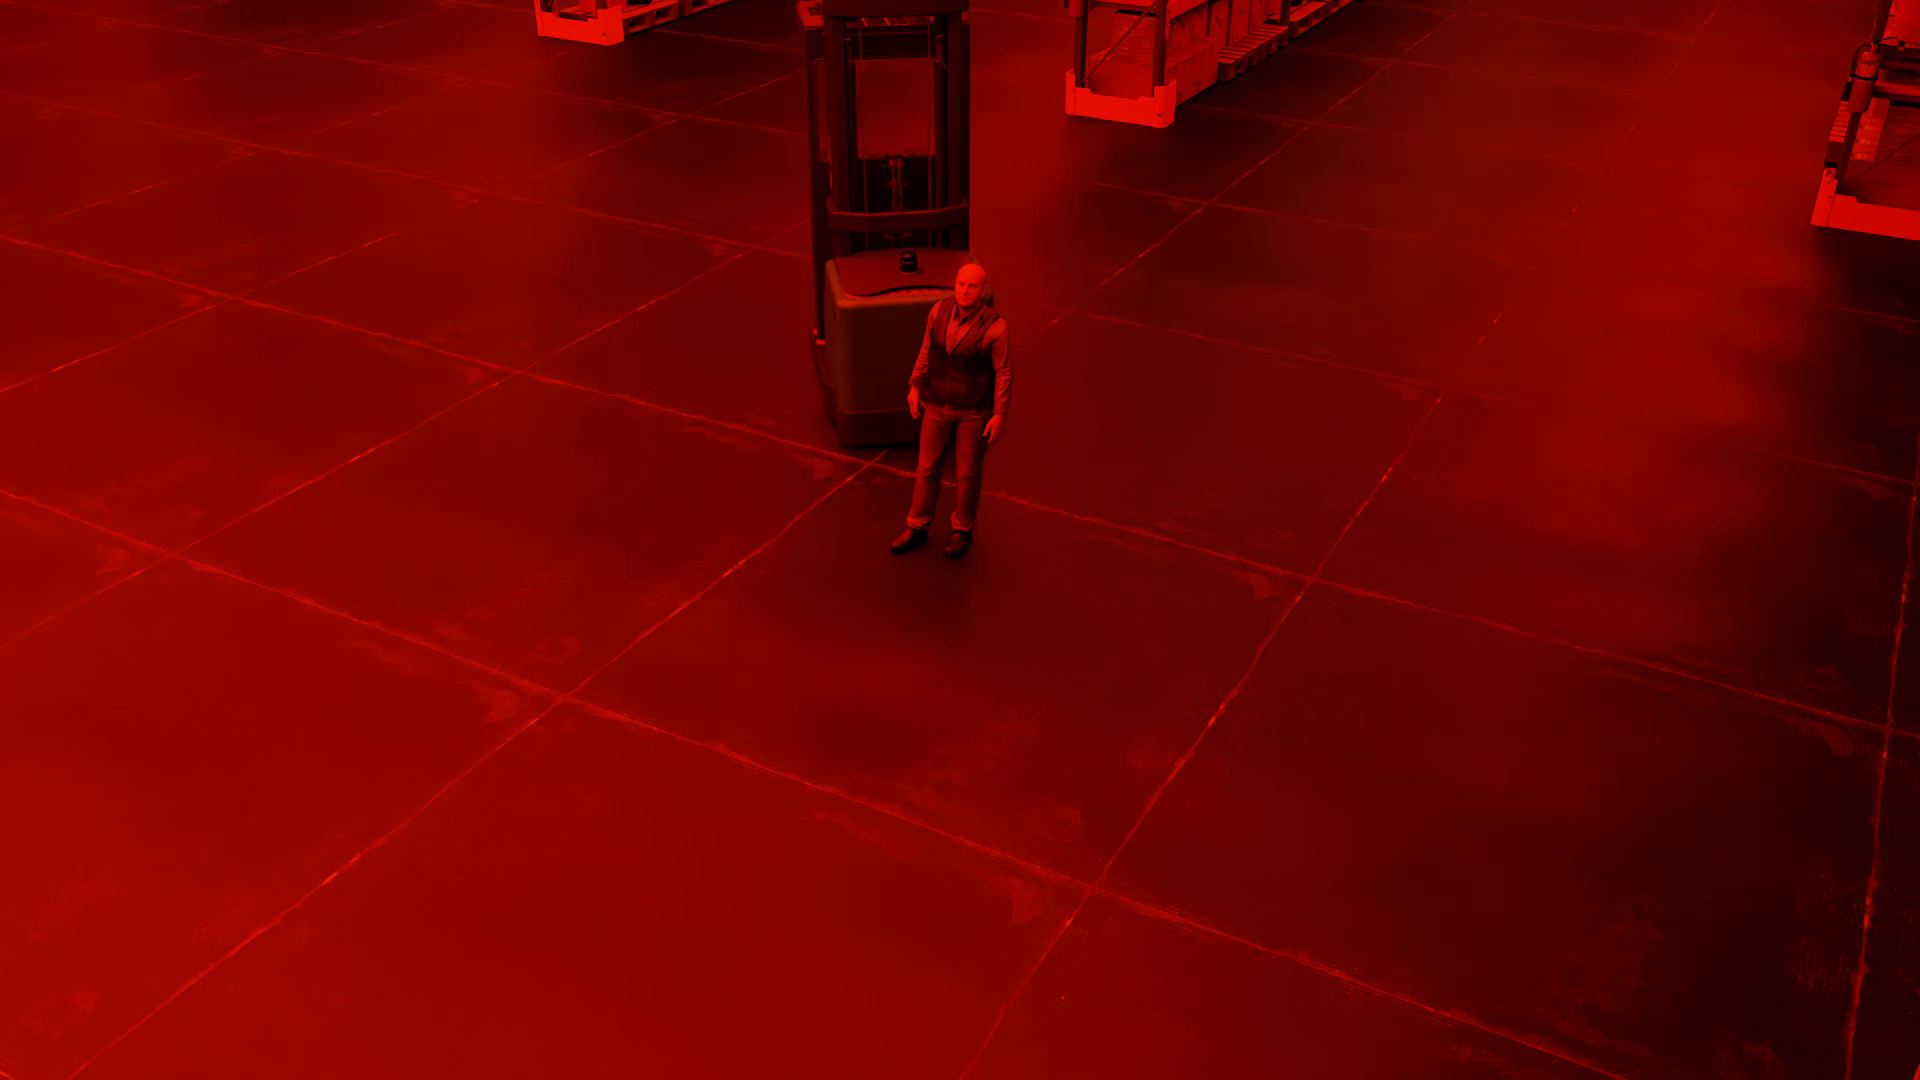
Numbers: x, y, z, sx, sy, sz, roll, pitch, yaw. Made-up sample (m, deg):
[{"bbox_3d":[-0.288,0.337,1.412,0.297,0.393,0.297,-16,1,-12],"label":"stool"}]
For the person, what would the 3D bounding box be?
[{"bbox_3d":[-0.037,-0.726,9.524,0.633,1.722,0.566,15,33,25],"label":"person"}]

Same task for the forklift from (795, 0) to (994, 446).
[{"bbox_3d":[-0.518,-2.608,11.590,1.130,2.935,3.031,-5,30,-8],"label":"forklift"}]
